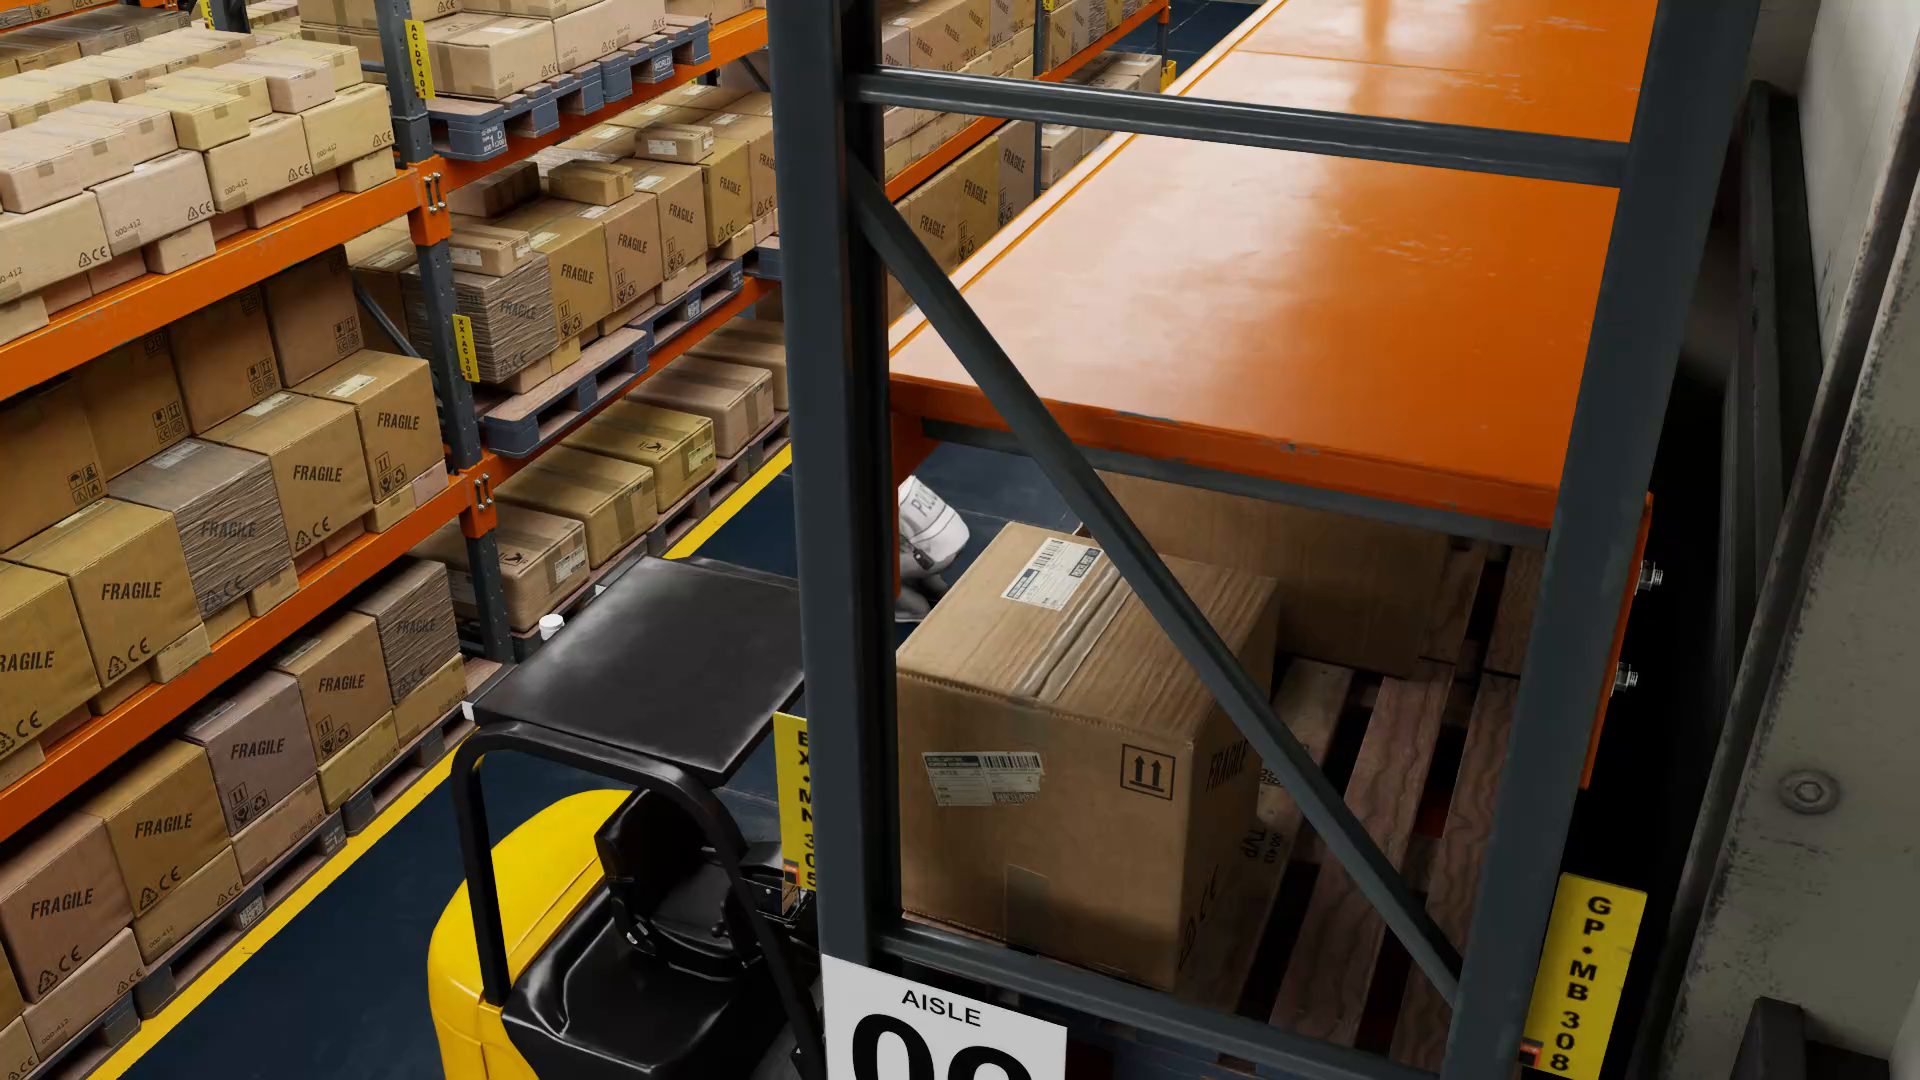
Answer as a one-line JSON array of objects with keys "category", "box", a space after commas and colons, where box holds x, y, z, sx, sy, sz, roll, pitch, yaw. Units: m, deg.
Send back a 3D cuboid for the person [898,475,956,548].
[{"category": "person", "box": [-0.427, -0.118, 9.169, 0.777, 0.776, 0.416, 11, 32, 18]}]
